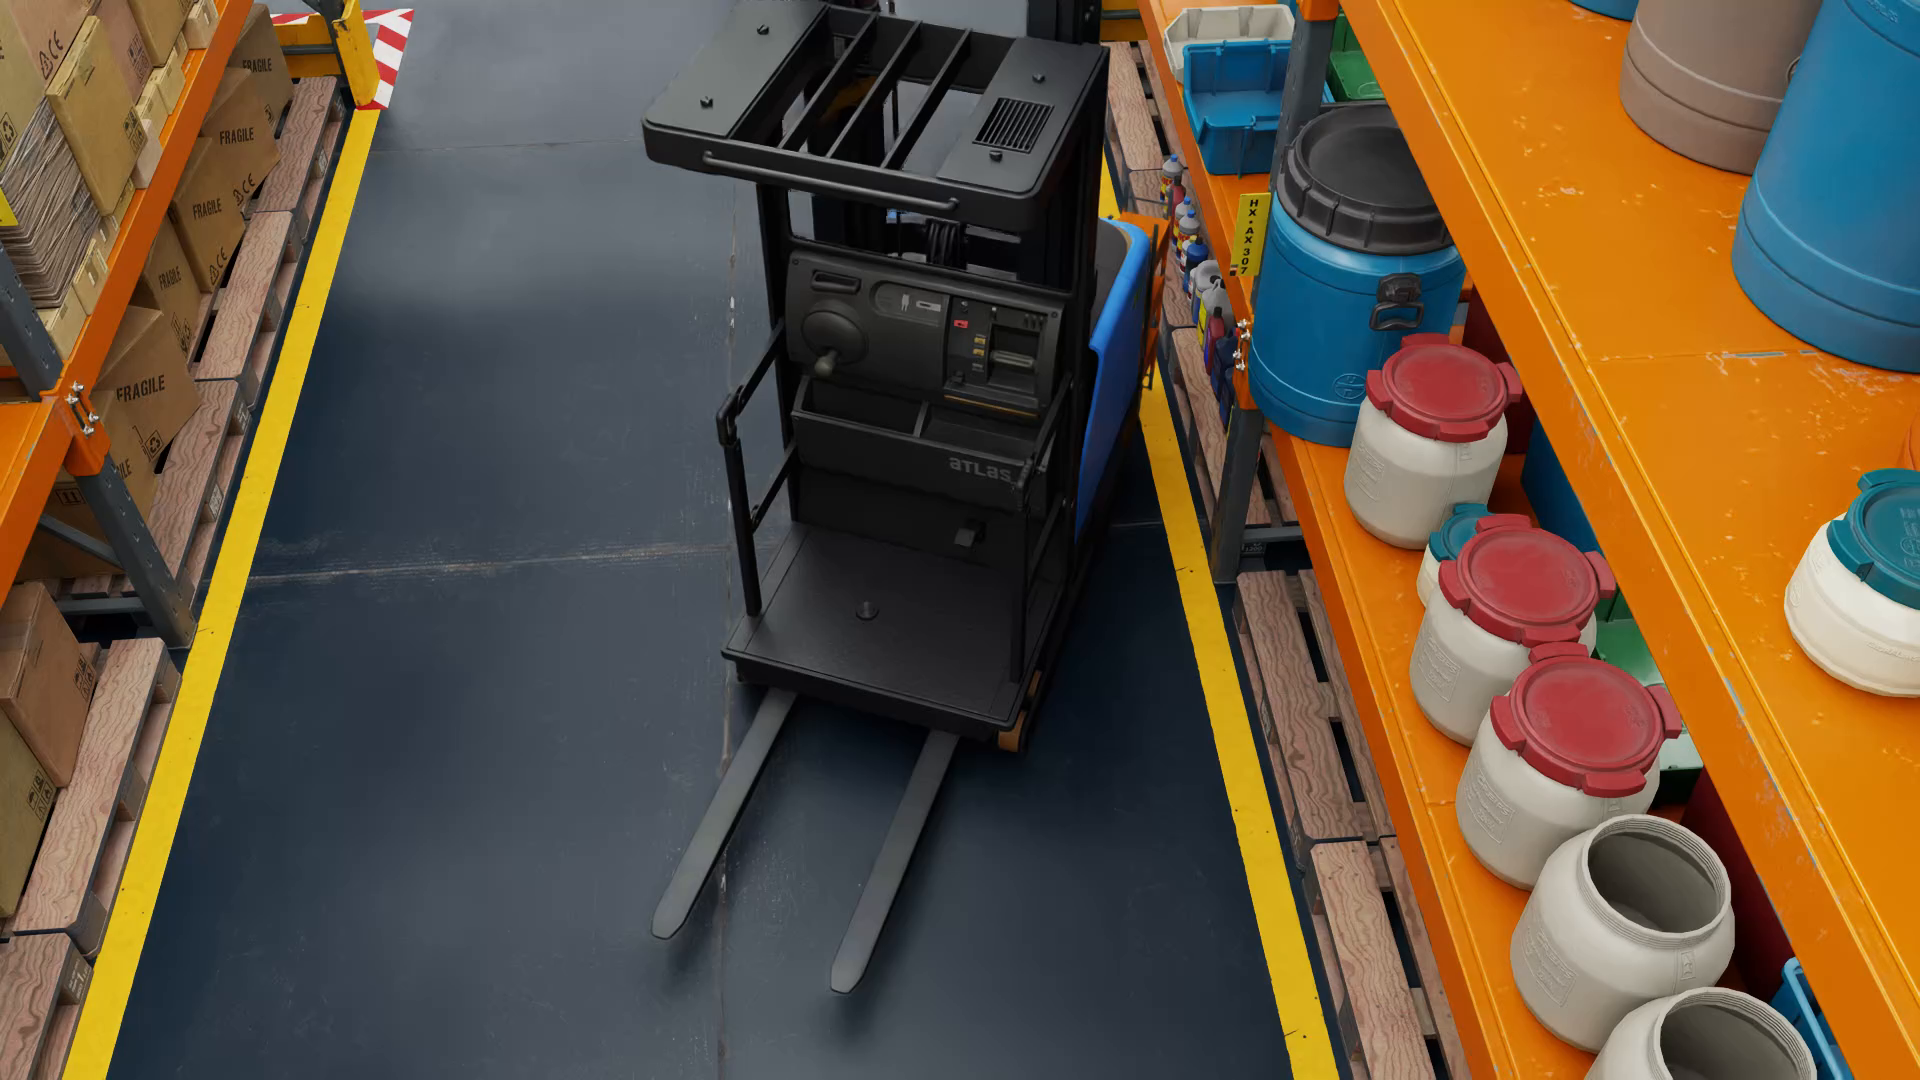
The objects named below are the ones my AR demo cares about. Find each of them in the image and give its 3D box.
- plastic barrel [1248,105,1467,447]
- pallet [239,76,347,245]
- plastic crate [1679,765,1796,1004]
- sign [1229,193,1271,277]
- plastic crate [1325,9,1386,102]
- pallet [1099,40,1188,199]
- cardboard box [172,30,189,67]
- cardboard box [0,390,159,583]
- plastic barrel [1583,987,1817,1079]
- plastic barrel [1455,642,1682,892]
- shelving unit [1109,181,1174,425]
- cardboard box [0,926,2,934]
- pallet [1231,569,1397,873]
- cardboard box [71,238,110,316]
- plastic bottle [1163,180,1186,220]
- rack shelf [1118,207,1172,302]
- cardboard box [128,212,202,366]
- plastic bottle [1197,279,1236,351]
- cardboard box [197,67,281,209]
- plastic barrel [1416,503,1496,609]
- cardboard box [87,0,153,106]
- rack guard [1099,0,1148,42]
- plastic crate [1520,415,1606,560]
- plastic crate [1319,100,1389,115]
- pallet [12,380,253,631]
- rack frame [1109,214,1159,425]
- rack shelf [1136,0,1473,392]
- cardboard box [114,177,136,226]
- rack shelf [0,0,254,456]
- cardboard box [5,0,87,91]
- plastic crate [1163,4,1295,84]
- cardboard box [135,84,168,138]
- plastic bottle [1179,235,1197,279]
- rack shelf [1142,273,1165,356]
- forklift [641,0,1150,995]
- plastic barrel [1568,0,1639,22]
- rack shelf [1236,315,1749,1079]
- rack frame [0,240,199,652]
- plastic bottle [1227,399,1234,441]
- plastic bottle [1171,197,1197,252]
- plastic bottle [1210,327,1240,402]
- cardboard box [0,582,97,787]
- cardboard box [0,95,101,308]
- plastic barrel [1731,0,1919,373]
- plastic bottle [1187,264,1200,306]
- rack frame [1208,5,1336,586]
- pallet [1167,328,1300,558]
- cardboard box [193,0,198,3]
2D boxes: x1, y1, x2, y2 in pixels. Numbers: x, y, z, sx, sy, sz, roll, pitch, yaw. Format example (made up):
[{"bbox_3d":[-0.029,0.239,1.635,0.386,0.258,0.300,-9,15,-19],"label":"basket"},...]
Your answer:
[{"bbox_3d":[1.226,-0.800,5.096,0.600,0.901,0.708,-3,47,-3],"label":"plastic barrel"},{"bbox_3d":[-3.736,-1.915,8.418,1.003,0.211,1.213,-3,47,-3],"label":"pallet"},{"bbox_3d":[2.000,0.759,3.921,0.402,0.464,0.583,-3,47,-3],"label":"plastic crate"},{"bbox_3d":[0.947,-0.995,5.436,0.100,0.325,0.005,-3,47,-3],"label":"sign"},{"bbox_3d":[1.663,-1.852,6.584,0.450,0.188,0.662,-3,47,-3],"label":"plastic crate"},{"bbox_3d":[1.277,-2.220,8.707,1.003,0.211,1.213,-3,47,-3],"label":"pallet"},{"bbox_3d":[-3.363,-1.974,6.727,0.380,0.149,0.250,-3,47,-3],"label":"cardboard box"},{"bbox_3d":[-3.433,-0.201,6.307,0.500,0.500,0.500,-5,47,-5],"label":"cardboard box"},{"bbox_3d":[1.532,1.199,3.472,0.421,0.512,0.421,0,47,0],"label":"plastic barrel"},{"bbox_3d":[1.455,0.577,4.044,0.433,0.535,0.433,0,47,0],"label":"plastic barrel"},{"bbox_3d":[0.718,-0.971,6.947,0.215,1.050,0.252,14,48,13],"label":"shelving unit"},{"bbox_3d":[-3.341,1.280,4.890,0.700,0.500,0.500,-7,47,-7],"label":"cardboard box"},{"bbox_3d":[1.600,0.599,6.037,1.003,0.211,1.213,-3,47,-3],"label":"pallet"},{"bbox_3d":[-3.166,-0.893,5.703,0.380,0.149,0.250,-3,47,-3],"label":"cardboard box"},{"bbox_3d":[1.011,-1.603,7.826,0.097,0.201,0.097,0,47,0],"label":"plastic bottle"},{"bbox_3d":[0.718,-1.159,6.748,0.215,0.259,0.240,14,48,13],"label":"rack shelf"},{"bbox_3d":[-3.619,-1.059,7.120,0.500,0.500,0.500,-7,47,-7],"label":"cardboard box"},{"bbox_3d":[1.112,-0.987,7.140,0.144,0.351,0.185,-4,47,-4],"label":"plastic bottle"},{"bbox_3d":[-3.655,-1.920,7.935,0.500,0.500,0.500,8,47,7],"label":"cardboard box"},{"bbox_3d":[1.454,0.089,4.695,0.301,0.262,0.301,0,47,0],"label":"plastic barrel"},{"bbox_3d":[-3.565,-1.810,6.124,0.875,0.500,0.500,-3,47,-3],"label":"cardboard box"},{"bbox_3d":[1.214,-2.908,9.160,1.175,0.500,0.348,-3,47,-3],"label":"rack guard"},{"bbox_3d":[1.898,-0.141,4.828,0.392,0.384,0.575,-3,47,-3],"label":"plastic crate"},{"bbox_3d":[1.579,-1.291,5.949,0.767,0.338,0.504,-3,47,-3],"label":"plastic crate"},{"bbox_3d":[-3.531,-0.149,6.746,1.003,0.211,1.213,-3,47,-3],"label":"pallet"},{"bbox_3d":[0.678,-0.888,6.867,0.200,1.050,0.008,14,48,13],"label":"rack frame"},{"bbox_3d":[1.328,-2.125,7.192,1.077,0.370,4.000,-3,47,-3],"label":"rack shelf"},{"bbox_3d":[-3.245,-1.253,6.044,0.380,0.149,0.250,-3,47,-3],"label":"cardboard box"},{"bbox_3d":[-3.607,-1.824,6.907,1.077,0.370,4.000,-3,47,-3],"label":"rack shelf"},{"bbox_3d":[-3.268,-1.808,5.434,0.500,0.500,0.500,-3,47,-3],"label":"cardboard box"},{"bbox_3d":[1.107,-1.994,6.754,0.530,0.136,0.437,-3,47,-3],"label":"plastic crate"},{"bbox_3d":[-3.287,-1.615,6.386,0.380,0.149,0.250,-3,47,-3],"label":"cardboard box"},{"bbox_3d":[1.047,-1.286,7.526,0.097,0.201,0.097,0,47,0],"label":"plastic bottle"},{"bbox_3d":[0.718,-0.964,6.954,0.215,0.259,0.240,14,48,13],"label":"rack shelf"},{"bbox_3d":[-0.191,-0.576,5.276,1.130,2.935,3.031,13,48,12],"label":"forklift"},{"bbox_3d":[1.755,-1.774,3.953,0.600,0.901,0.708,-3,47,-3],"label":"plastic barrel"},{"bbox_3d":[1.663,0.769,4.451,1.077,0.370,4.000,-3,47,-3],"label":"rack shelf"},{"bbox_3d":[-3.440,-0.624,5.275,1.000,3.000,0.127,-3,47,-3],"label":"rack frame"},{"bbox_3d":[1.127,-0.471,6.698,0.061,0.283,0.133,-1,47,-1],"label":"plastic bottle"},{"bbox_3d":[1.031,-1.454,7.637,0.097,0.271,0.097,0,47,0],"label":"plastic bottle"},{"bbox_3d":[1.139,-0.753,6.919,0.144,0.351,0.185,-6,47,-5],"label":"plastic bottle"},{"bbox_3d":[-3.410,0.529,5.601,0.700,0.500,0.500,-7,47,-6],"label":"cardboard box"},{"bbox_3d":[-3.416,-1.090,5.443,0.875,0.500,0.500,-3,47,-3],"label":"cardboard box"},{"bbox_3d":[1.864,-0.828,3.057,0.600,0.901,0.708,-3,47,-3],"label":"plastic barrel"},{"bbox_3d":[1.065,-1.137,7.385,0.097,0.201,0.097,0,47,0],"label":"plastic bottle"},{"bbox_3d":[1.496,-0.925,5.560,1.000,3.000,0.127,-3,47,-3],"label":"rack frame"},{"bbox_3d":[1.481,-0.455,7.035,1.003,0.211,1.213,-3,47,-3],"label":"pallet"},{"bbox_3d":[-3.596,-2.537,6.813,0.875,0.500,0.500,-3,47,-3],"label":"cardboard box"}]
